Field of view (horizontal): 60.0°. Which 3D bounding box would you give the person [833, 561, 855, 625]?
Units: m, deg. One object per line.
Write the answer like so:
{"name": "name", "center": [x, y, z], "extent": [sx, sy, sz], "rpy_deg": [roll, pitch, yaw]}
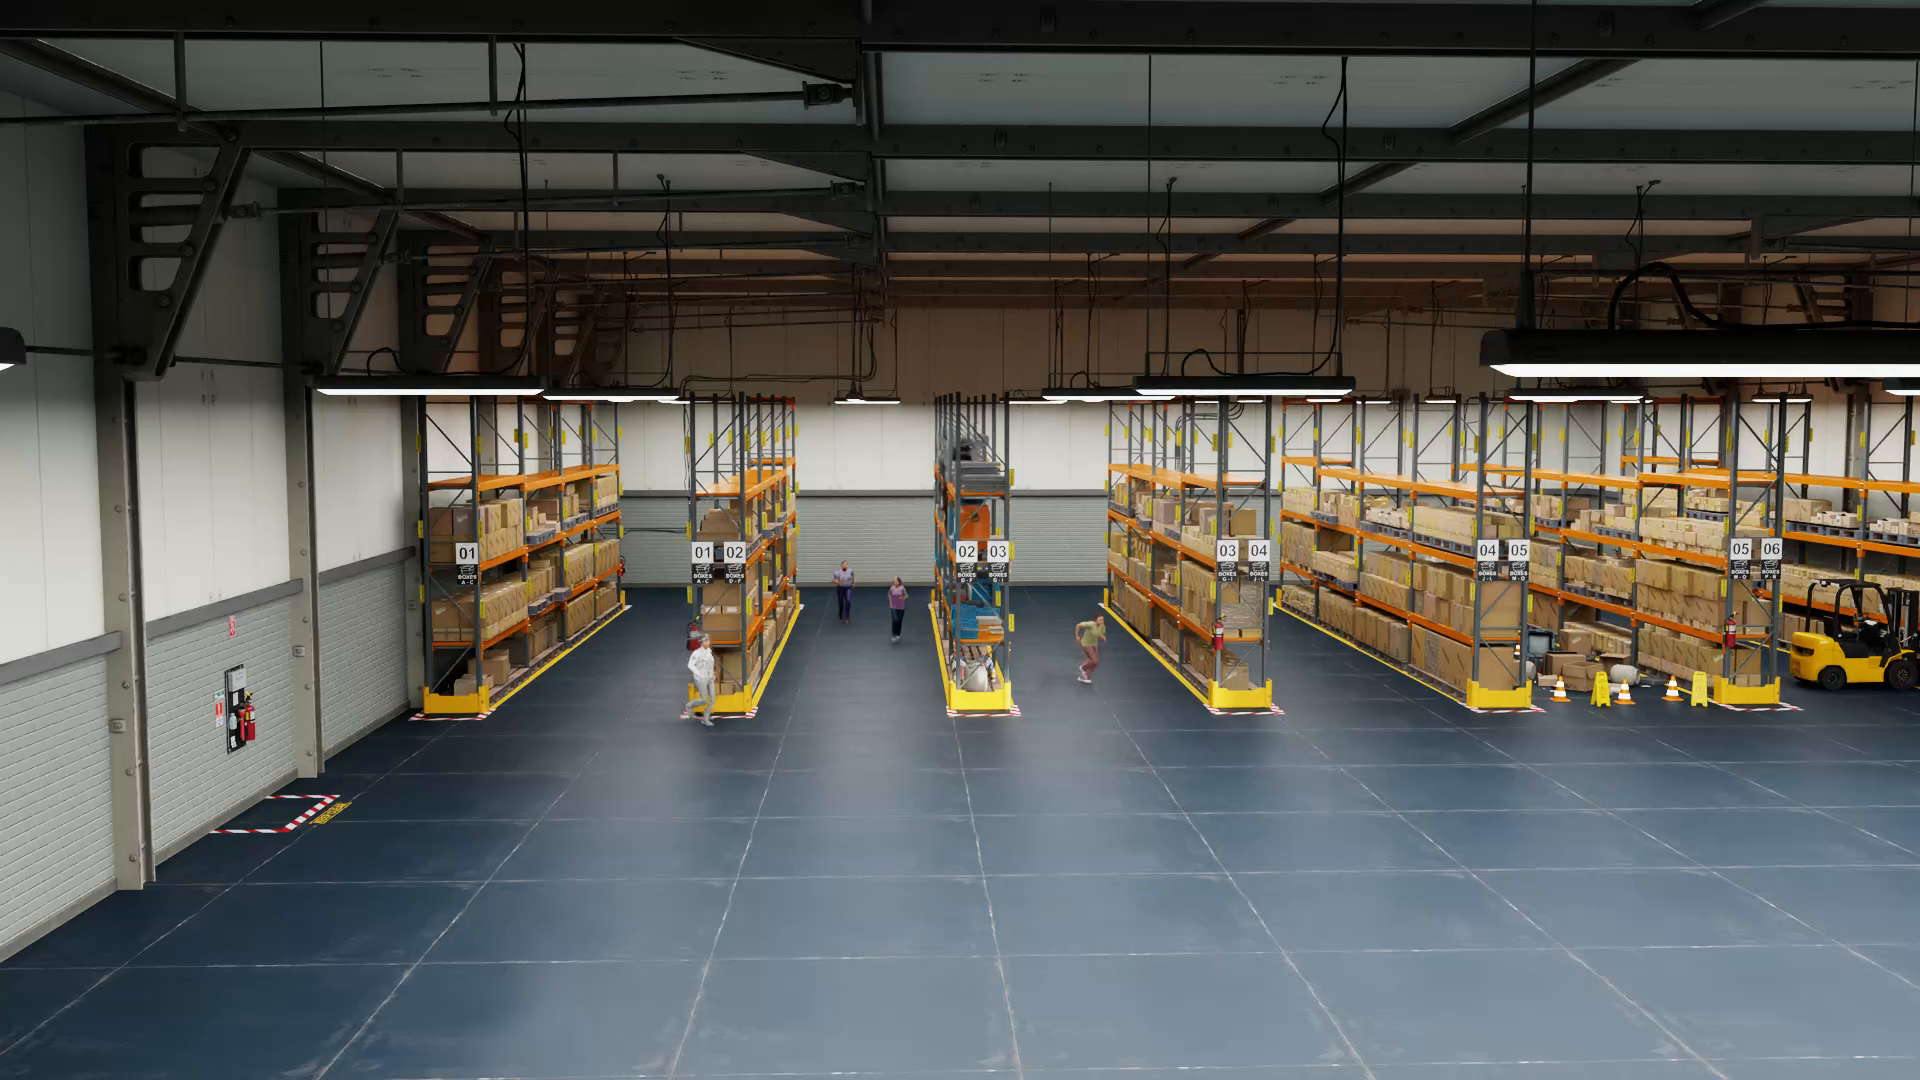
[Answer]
{"name": "person", "center": [-3.086, 1.382, 44.145], "extent": [0.627, 1.679, 0.936], "rpy_deg": [-1, 5, -15]}

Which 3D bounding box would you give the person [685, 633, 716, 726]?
{"name": "person", "center": [-4.675, 2.508, 29.988], "extent": [0.583, 1.688, 0.635], "rpy_deg": [3, 5, 32]}

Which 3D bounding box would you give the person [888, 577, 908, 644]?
{"name": "person", "center": [-1.504, 1.714, 40.415], "extent": [0.507, 1.615, 0.697], "rpy_deg": [0, 5, 1]}

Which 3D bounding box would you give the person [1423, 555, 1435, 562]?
{"name": "person", "center": [13.887, 0.950, 49.386], "extent": [0.548, 1.659, 0.613], "rpy_deg": [-1, 5, -12]}

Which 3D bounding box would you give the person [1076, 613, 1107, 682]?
{"name": "person", "center": [2.692, 2.224, 34.347], "extent": [0.607, 1.503, 0.811], "rpy_deg": [-3, 5, -34]}
